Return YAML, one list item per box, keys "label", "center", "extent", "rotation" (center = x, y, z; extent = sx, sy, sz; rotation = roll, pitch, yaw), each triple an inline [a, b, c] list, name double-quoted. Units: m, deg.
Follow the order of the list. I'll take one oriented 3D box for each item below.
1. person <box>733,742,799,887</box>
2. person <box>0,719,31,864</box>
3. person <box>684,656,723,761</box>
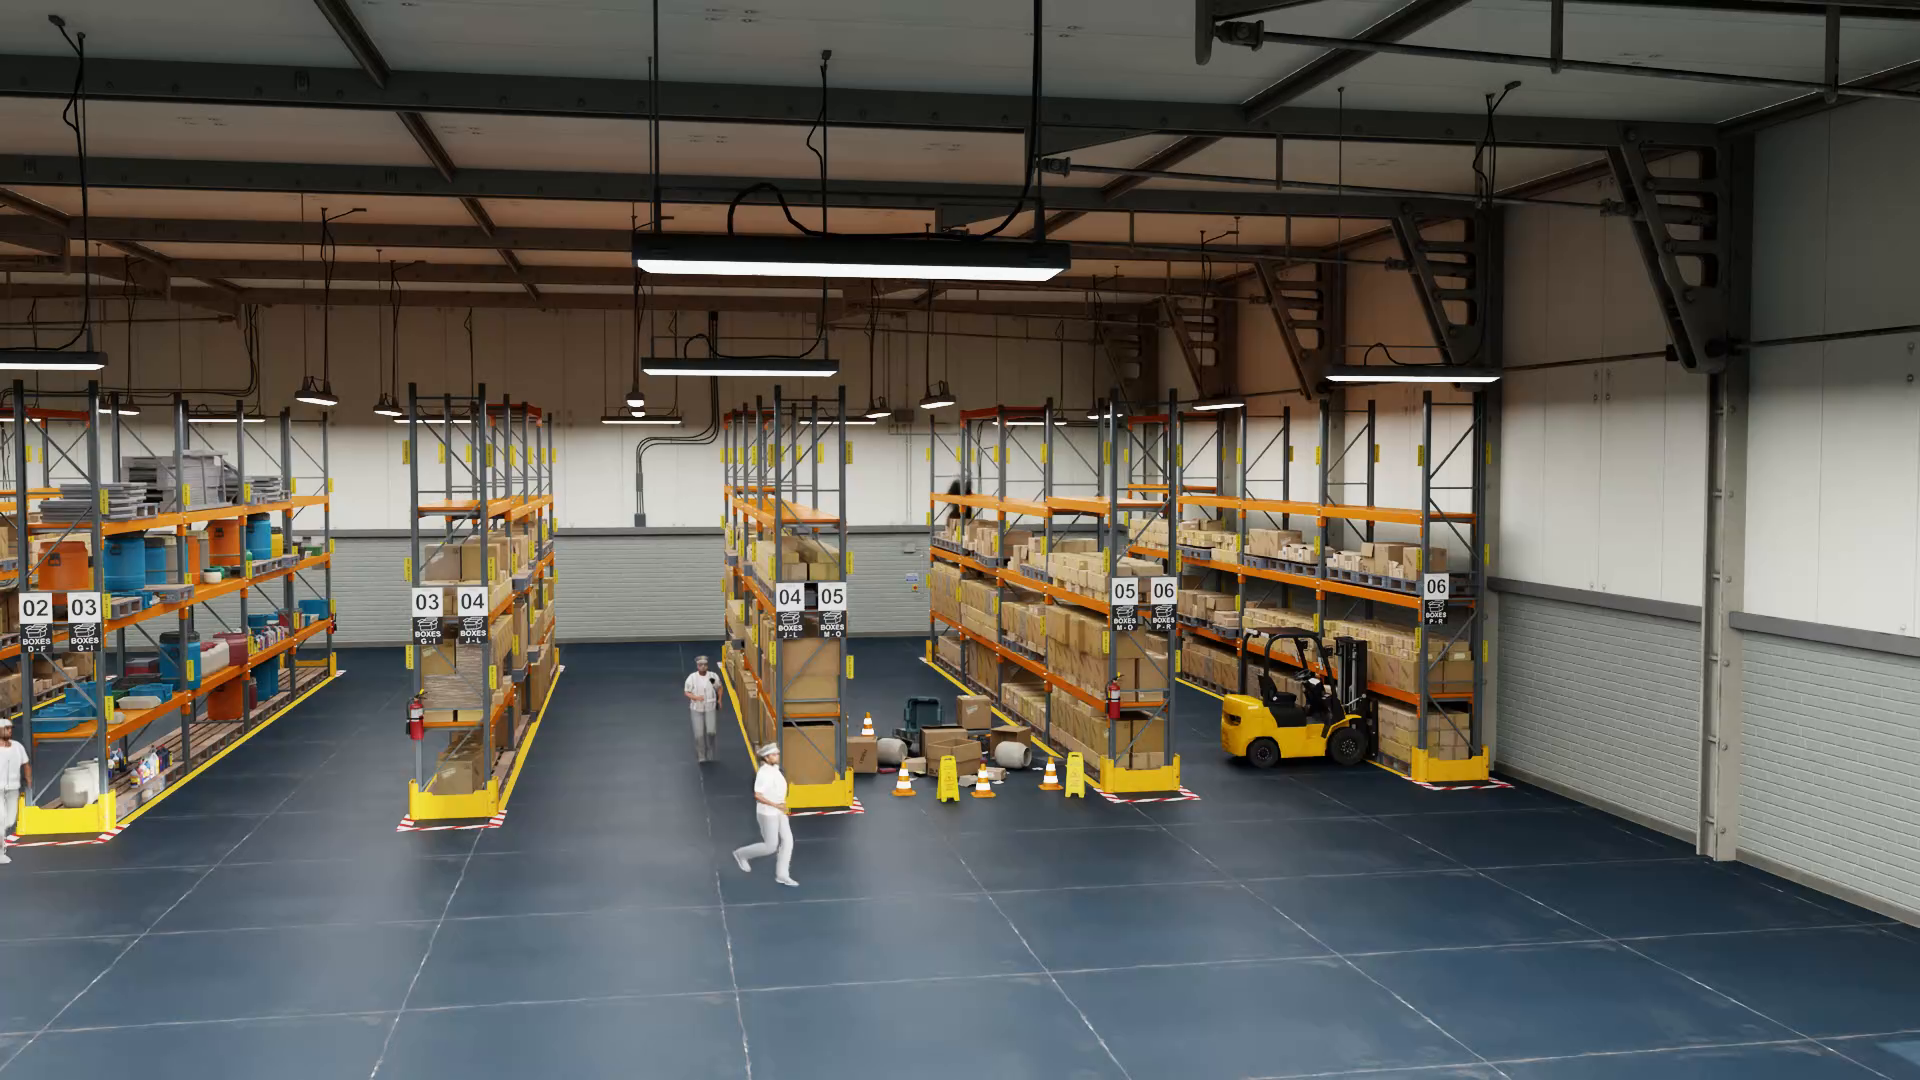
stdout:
- label: "person"
  center: [-2.249, 3.193, 19.440]
  extent: [0.791, 1.692, 0.578]
  rotation: [1, 3, 18]
- label: "person"
  center: [-11.905, 3.098, 20.669]
  extent: [0.729, 1.738, 0.749]
  rotation: [2, 3, 33]
- label: "person"
  center: [-4.157, 2.747, 27.051]
  extent: [0.640, 1.742, 0.624]
  rotation: [-1, 3, -13]
